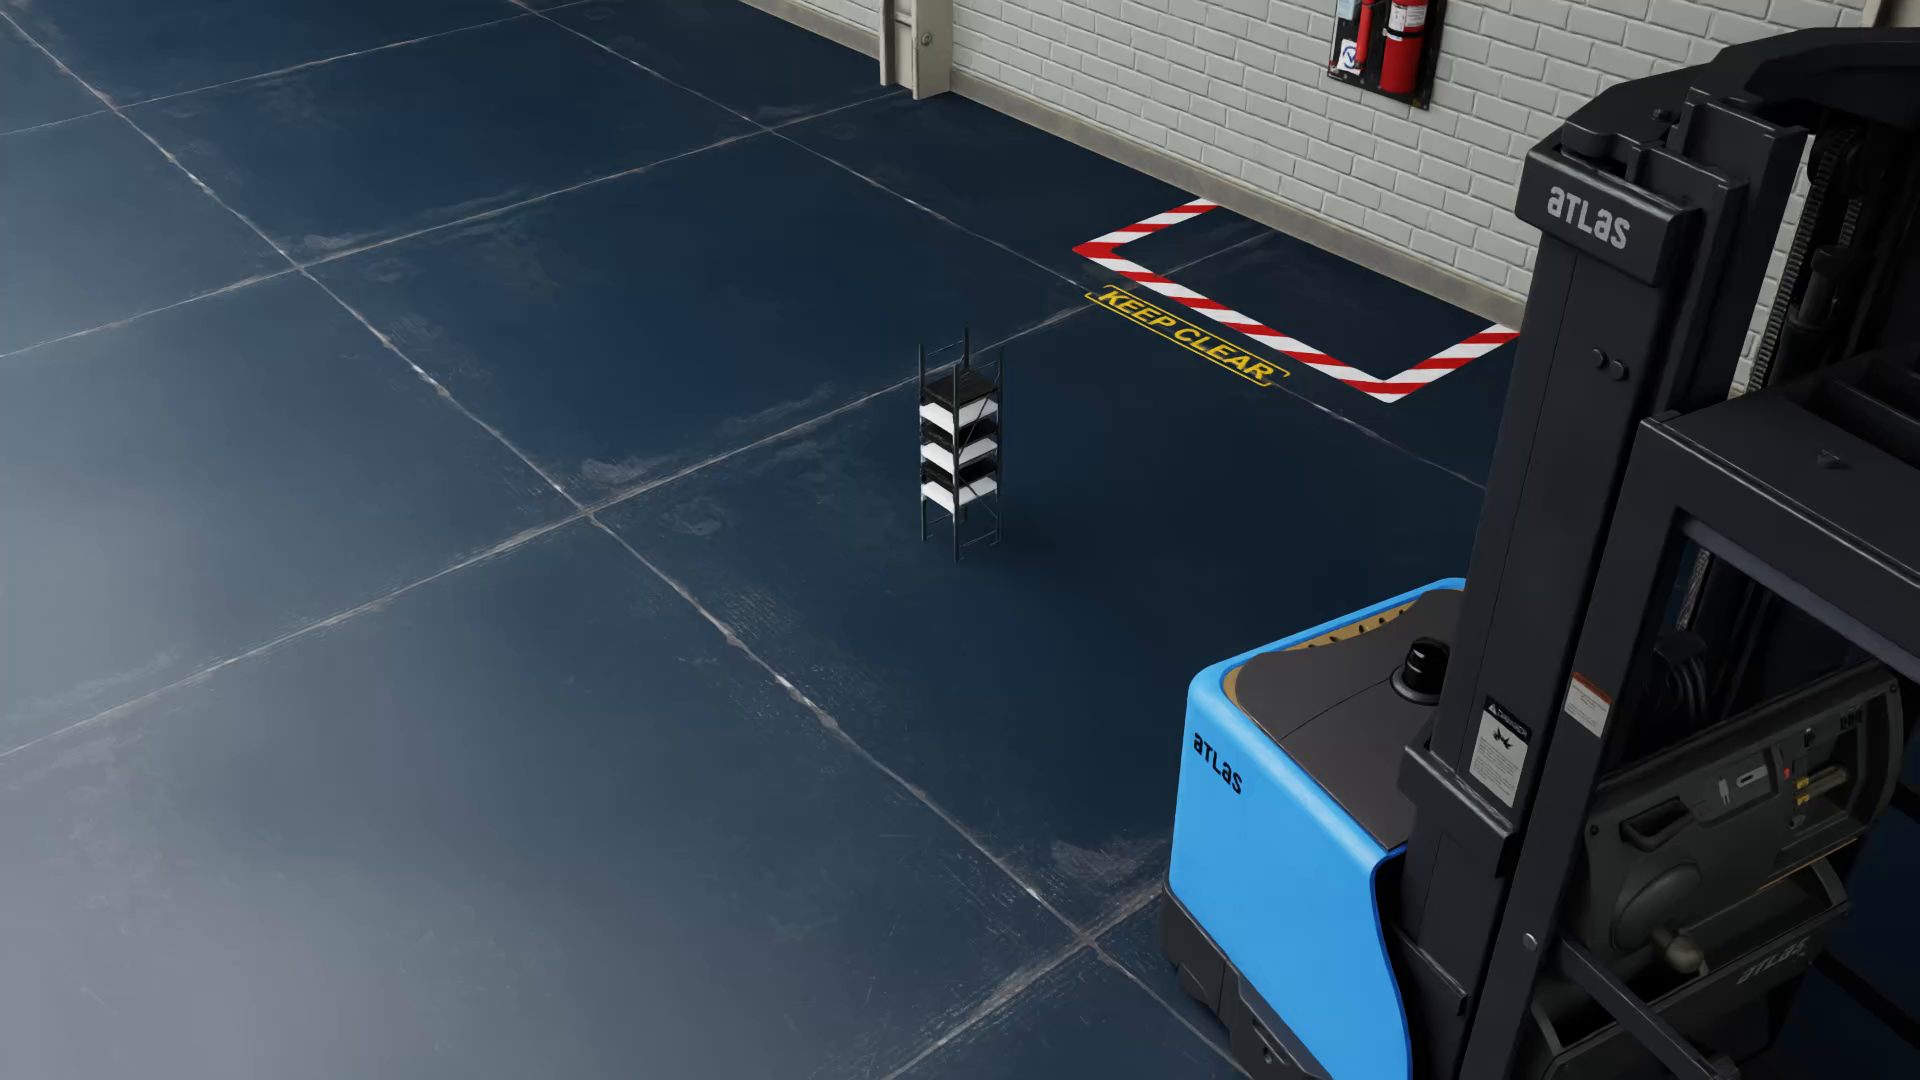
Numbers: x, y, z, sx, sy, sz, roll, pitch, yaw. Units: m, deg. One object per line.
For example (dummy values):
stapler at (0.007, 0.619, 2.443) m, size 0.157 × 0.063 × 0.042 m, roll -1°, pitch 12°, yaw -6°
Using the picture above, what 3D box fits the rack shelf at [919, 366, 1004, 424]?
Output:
rack shelf at (0.005, -0.557, 6.348) m, size 0.258 × 0.077 × 0.200 m, roll -26°, pitch 43°, yaw -32°

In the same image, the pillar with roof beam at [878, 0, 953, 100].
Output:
pillar with roof beam at (-3.574, -5.062, 6.112) m, size 9.100 × 9.000 × 0.400 m, roll -26°, pitch 43°, yaw -32°

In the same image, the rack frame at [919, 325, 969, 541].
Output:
rack frame at (-0.060, -0.409, 6.548) m, size 0.240 × 0.900 × 0.006 m, roll -26°, pitch 43°, yaw -32°

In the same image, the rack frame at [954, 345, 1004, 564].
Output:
rack frame at (0.071, -0.319, 6.421) m, size 0.240 × 0.900 × 0.006 m, roll -26°, pitch 43°, yaw -32°

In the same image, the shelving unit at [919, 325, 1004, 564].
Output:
shelving unit at (0.005, -0.364, 6.485) m, size 0.258 × 0.900 × 0.210 m, roll -26°, pitch 43°, yaw -32°

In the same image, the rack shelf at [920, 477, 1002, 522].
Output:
rack shelf at (0.005, -0.190, 6.608) m, size 0.258 × 0.077 × 0.200 m, roll -26°, pitch 43°, yaw -32°

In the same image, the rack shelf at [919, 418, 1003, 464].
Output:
rack shelf at (0.005, -0.410, 6.452) m, size 0.258 × 0.077 × 0.200 m, roll -26°, pitch 43°, yaw -32°

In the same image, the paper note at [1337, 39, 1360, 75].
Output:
paper note at (1.959, -2.421, 8.335) m, size 0.016 × 0.148 × 0.142 m, roll -26°, pitch 43°, yaw -32°

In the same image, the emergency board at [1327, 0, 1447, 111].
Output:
emergency board at (2.021, -2.676, 7.933) m, size 0.194 × 1.169 × 0.643 m, roll -26°, pitch 43°, yaw -32°

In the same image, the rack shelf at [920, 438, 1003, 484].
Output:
rack shelf at (0.005, -0.336, 6.504) m, size 0.258 × 0.077 × 0.200 m, roll -26°, pitch 43°, yaw -32°

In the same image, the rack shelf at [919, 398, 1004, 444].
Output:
rack shelf at (0.005, -0.483, 6.400) m, size 0.258 × 0.077 × 0.200 m, roll -26°, pitch 43°, yaw -32°

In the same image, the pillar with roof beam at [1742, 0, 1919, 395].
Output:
pillar with roof beam at (0.298, -2.413, 2.372) m, size 9.100 × 9.000 × 0.400 m, roll -26°, pitch 43°, yaw -32°

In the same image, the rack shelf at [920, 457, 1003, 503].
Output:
rack shelf at (0.005, -0.263, 6.556) m, size 0.258 × 0.077 × 0.200 m, roll -26°, pitch 43°, yaw -32°

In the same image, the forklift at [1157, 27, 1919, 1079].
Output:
forklift at (1.735, 0.647, 3.300) m, size 1.130 × 2.935 × 3.031 m, roll -17°, pitch 39°, yaw -23°
